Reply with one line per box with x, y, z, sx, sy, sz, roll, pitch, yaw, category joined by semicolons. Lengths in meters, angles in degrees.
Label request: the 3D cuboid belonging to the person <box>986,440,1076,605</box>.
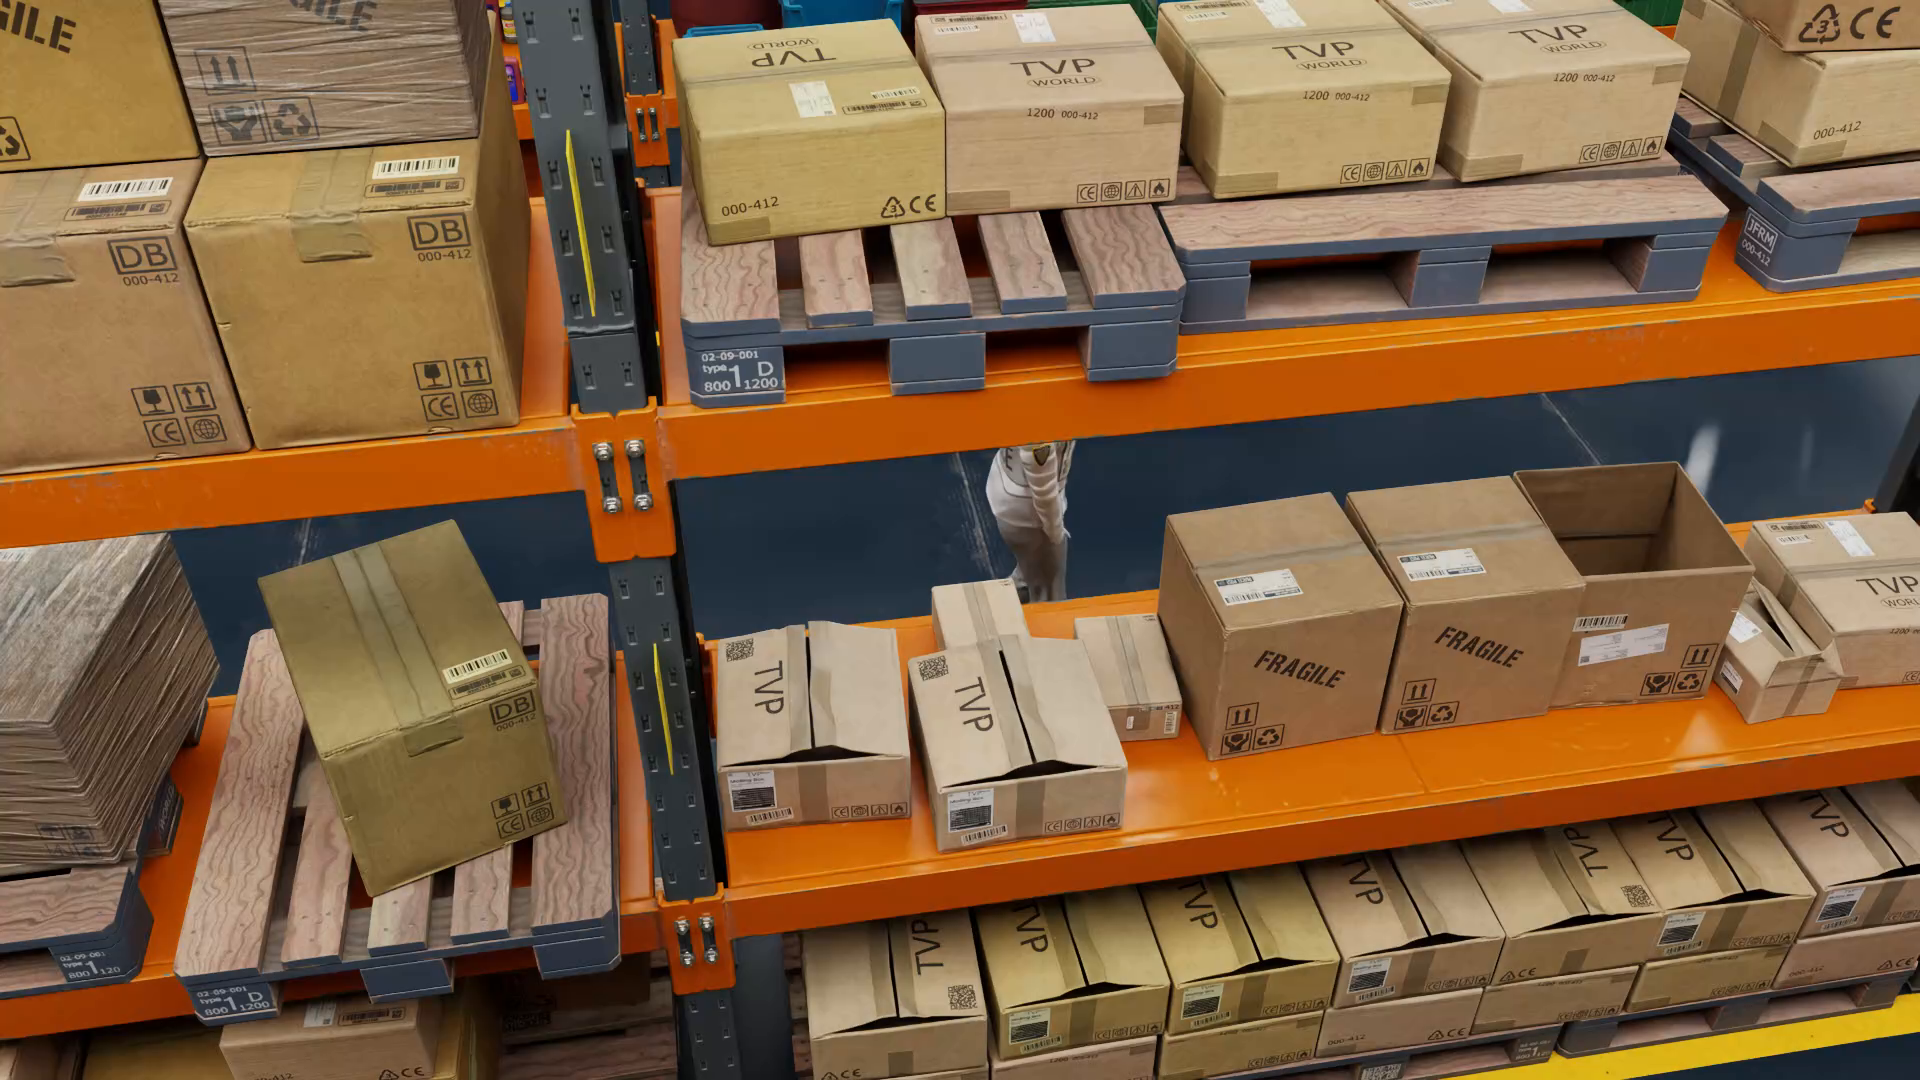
0.284;-0.129;6.332;0.366;1.657;0.479;-5;39;-7;person
